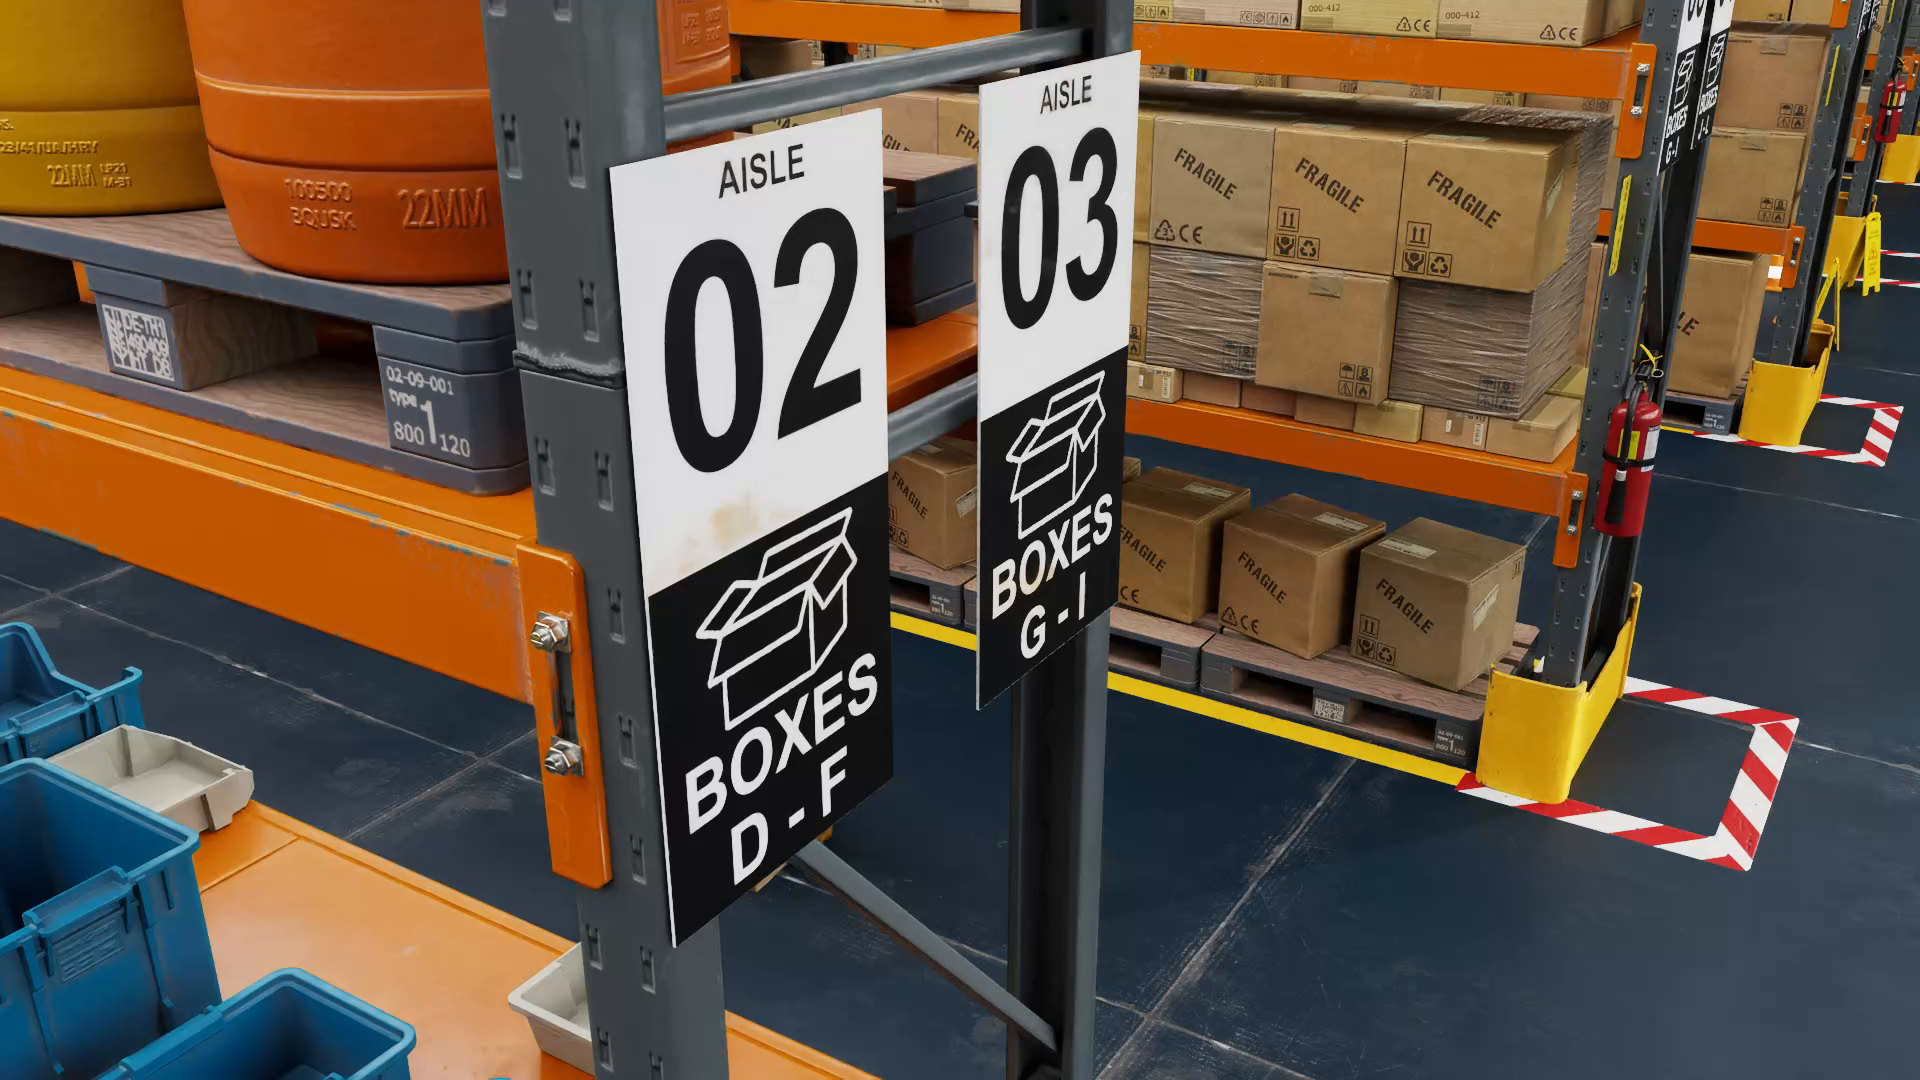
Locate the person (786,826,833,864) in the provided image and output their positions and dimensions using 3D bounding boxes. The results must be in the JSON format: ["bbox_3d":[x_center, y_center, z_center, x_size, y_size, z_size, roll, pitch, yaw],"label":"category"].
[{"bbox_3d":[-0.643,0.295,5.879,0.613,1.778,0.452,12,26,26],"label":"person"}]
